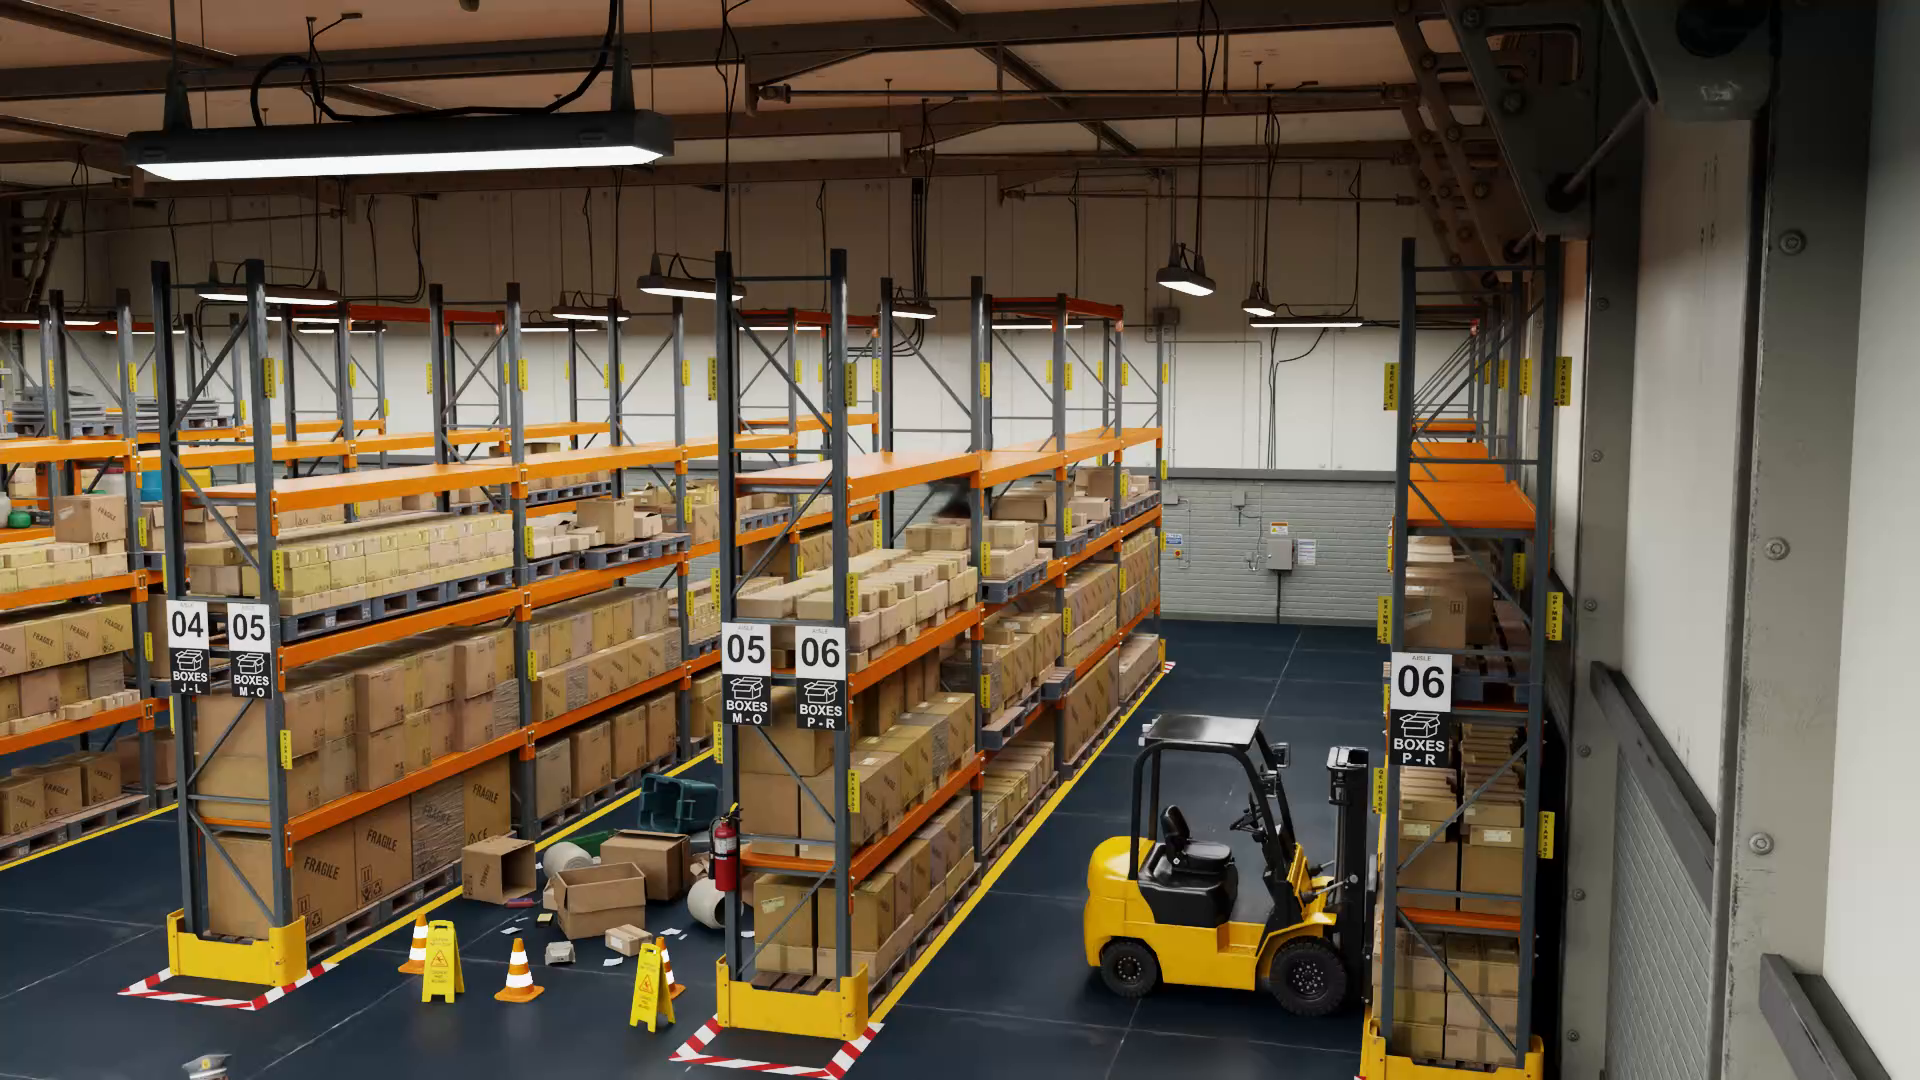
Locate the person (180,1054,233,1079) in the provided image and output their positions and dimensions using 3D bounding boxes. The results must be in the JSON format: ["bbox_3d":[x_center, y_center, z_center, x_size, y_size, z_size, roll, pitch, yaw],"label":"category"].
[{"bbox_3d":[-3.976,3.449,8.778,0.631,1.655,0.726,-3,7,-26],"label":"person"}]
